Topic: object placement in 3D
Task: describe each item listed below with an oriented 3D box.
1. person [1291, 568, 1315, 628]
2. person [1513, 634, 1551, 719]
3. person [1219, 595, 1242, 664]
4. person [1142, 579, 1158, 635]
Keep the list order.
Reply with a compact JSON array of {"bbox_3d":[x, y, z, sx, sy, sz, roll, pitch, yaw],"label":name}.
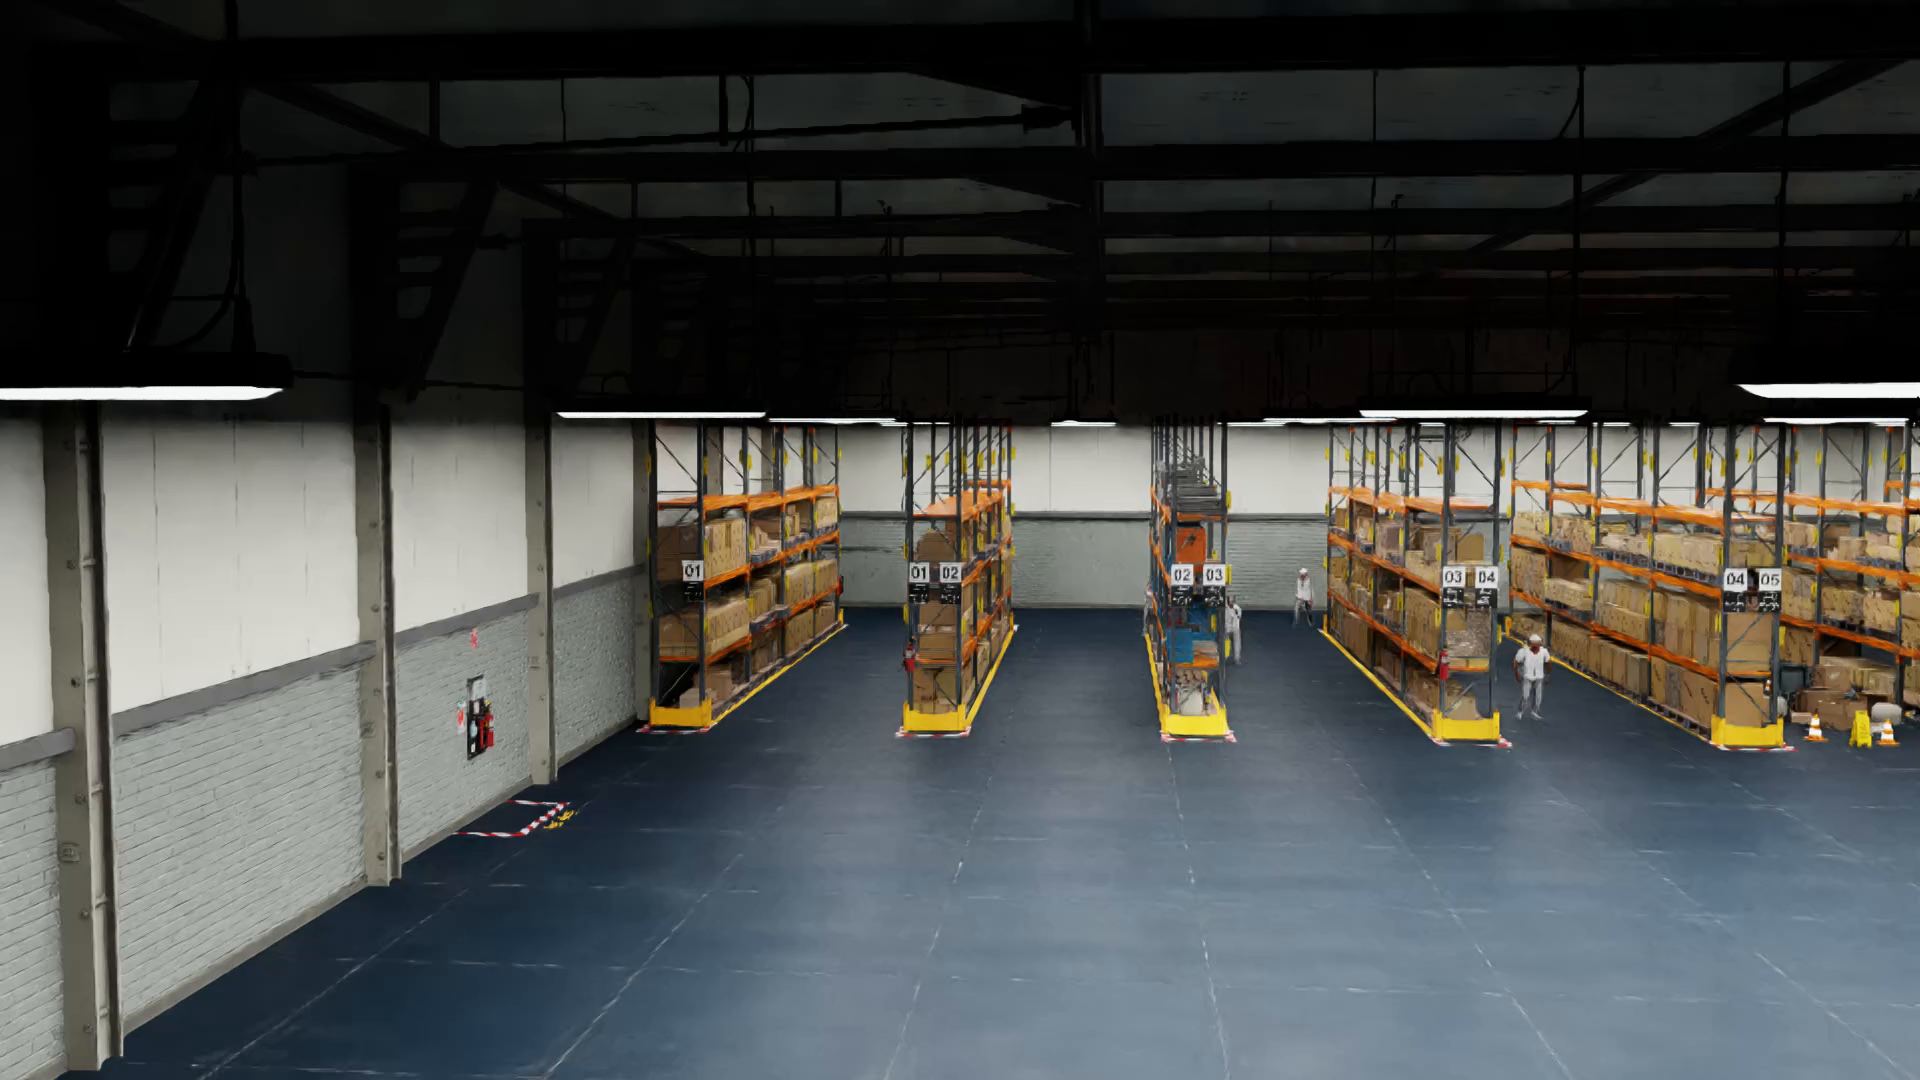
[{"bbox_3d":[9.861,1.655,47.670,0.577,1.732,0.947,2,4,29],"label":"person"},{"bbox_3d":[11.208,2.682,32.579,0.719,1.714,0.578,0,4,3],"label":"person"},{"bbox_3d":[6.563,2.149,40.330,0.547,1.672,1.115,0,4,4],"label":"person"},{"bbox_3d":[5.324,1.844,45.927,0.462,1.547,0.873,2,4,27],"label":"person"}]
